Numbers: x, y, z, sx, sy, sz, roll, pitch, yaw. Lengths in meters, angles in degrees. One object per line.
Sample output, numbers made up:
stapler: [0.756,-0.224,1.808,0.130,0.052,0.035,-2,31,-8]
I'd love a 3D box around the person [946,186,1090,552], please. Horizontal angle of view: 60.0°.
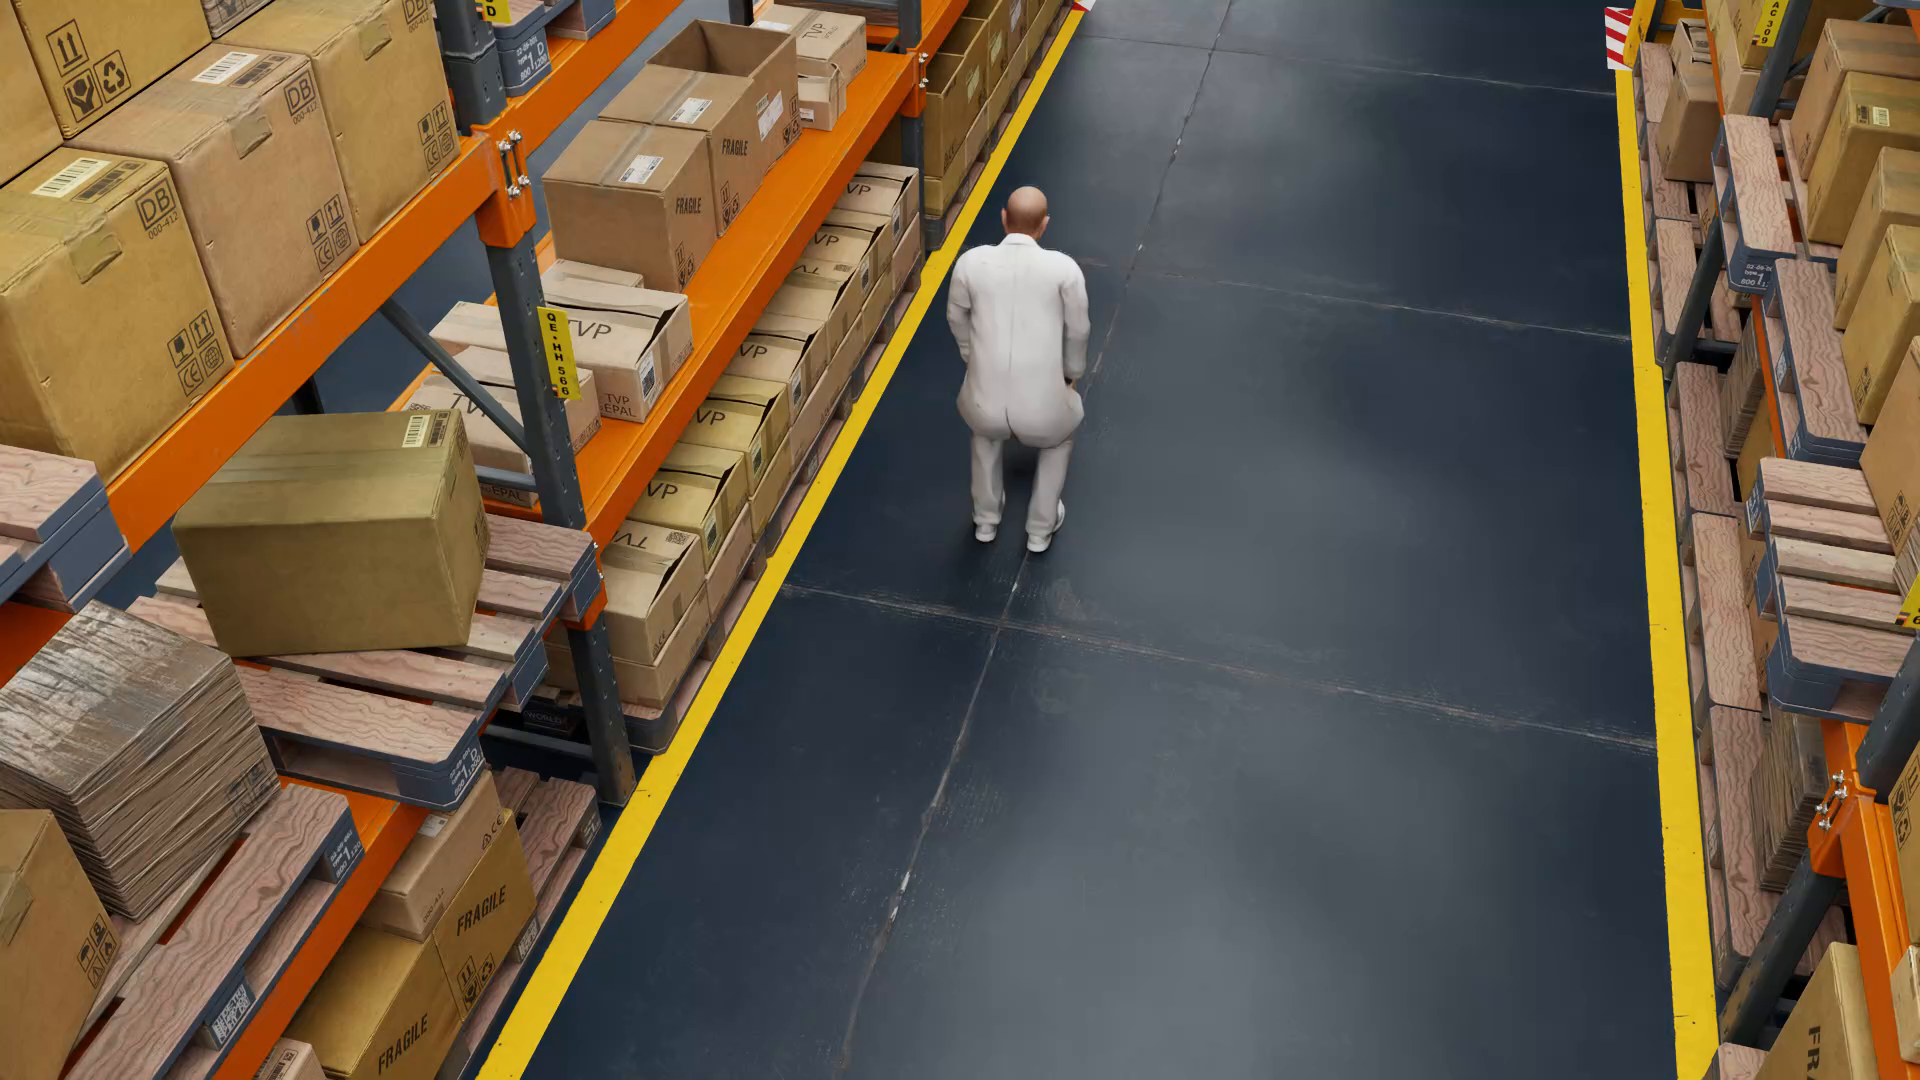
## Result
person: [0.233,-0.699,7.122,0.620,1.612,0.564,10,42,12]
